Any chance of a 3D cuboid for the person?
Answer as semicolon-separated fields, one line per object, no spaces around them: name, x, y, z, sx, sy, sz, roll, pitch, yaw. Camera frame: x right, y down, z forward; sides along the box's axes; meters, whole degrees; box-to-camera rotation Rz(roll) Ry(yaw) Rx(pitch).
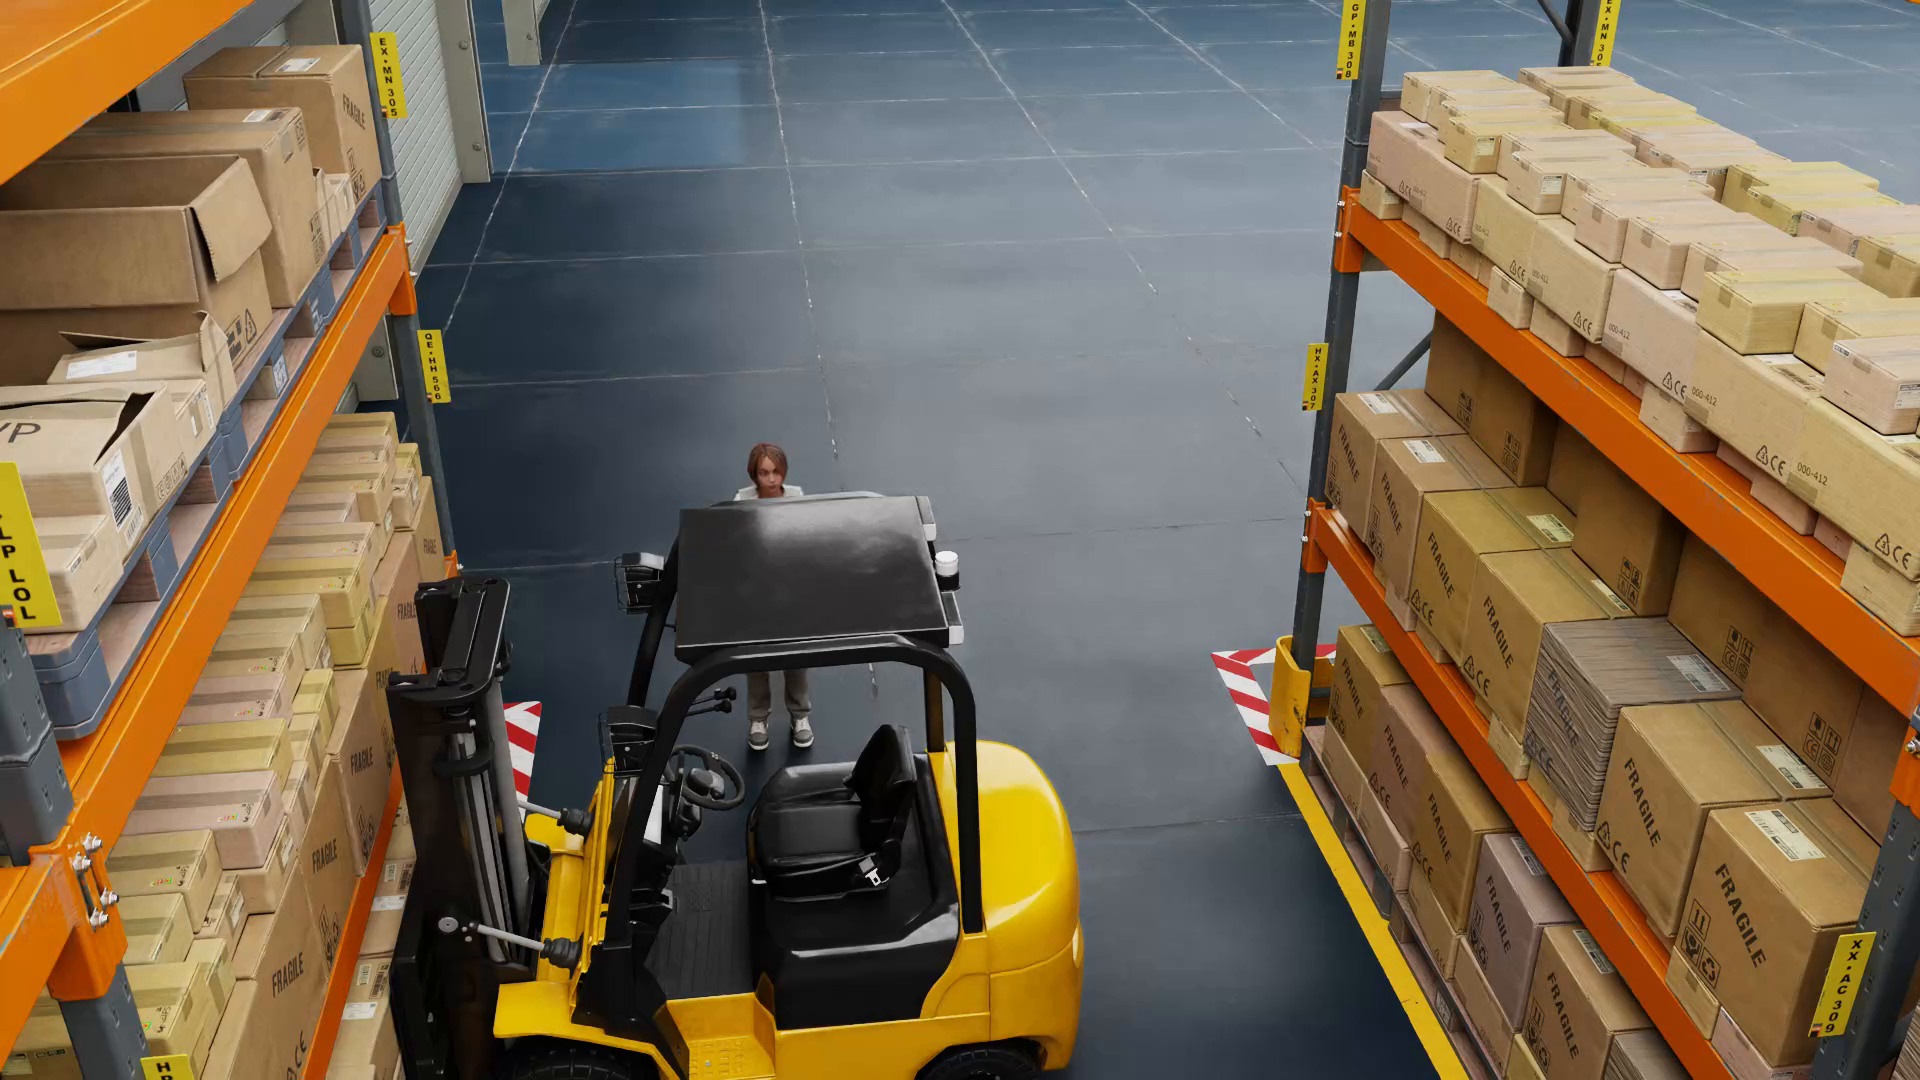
person;-0.902;0.320;8.022;0.404;1.592;0.495;-3;28;-6
